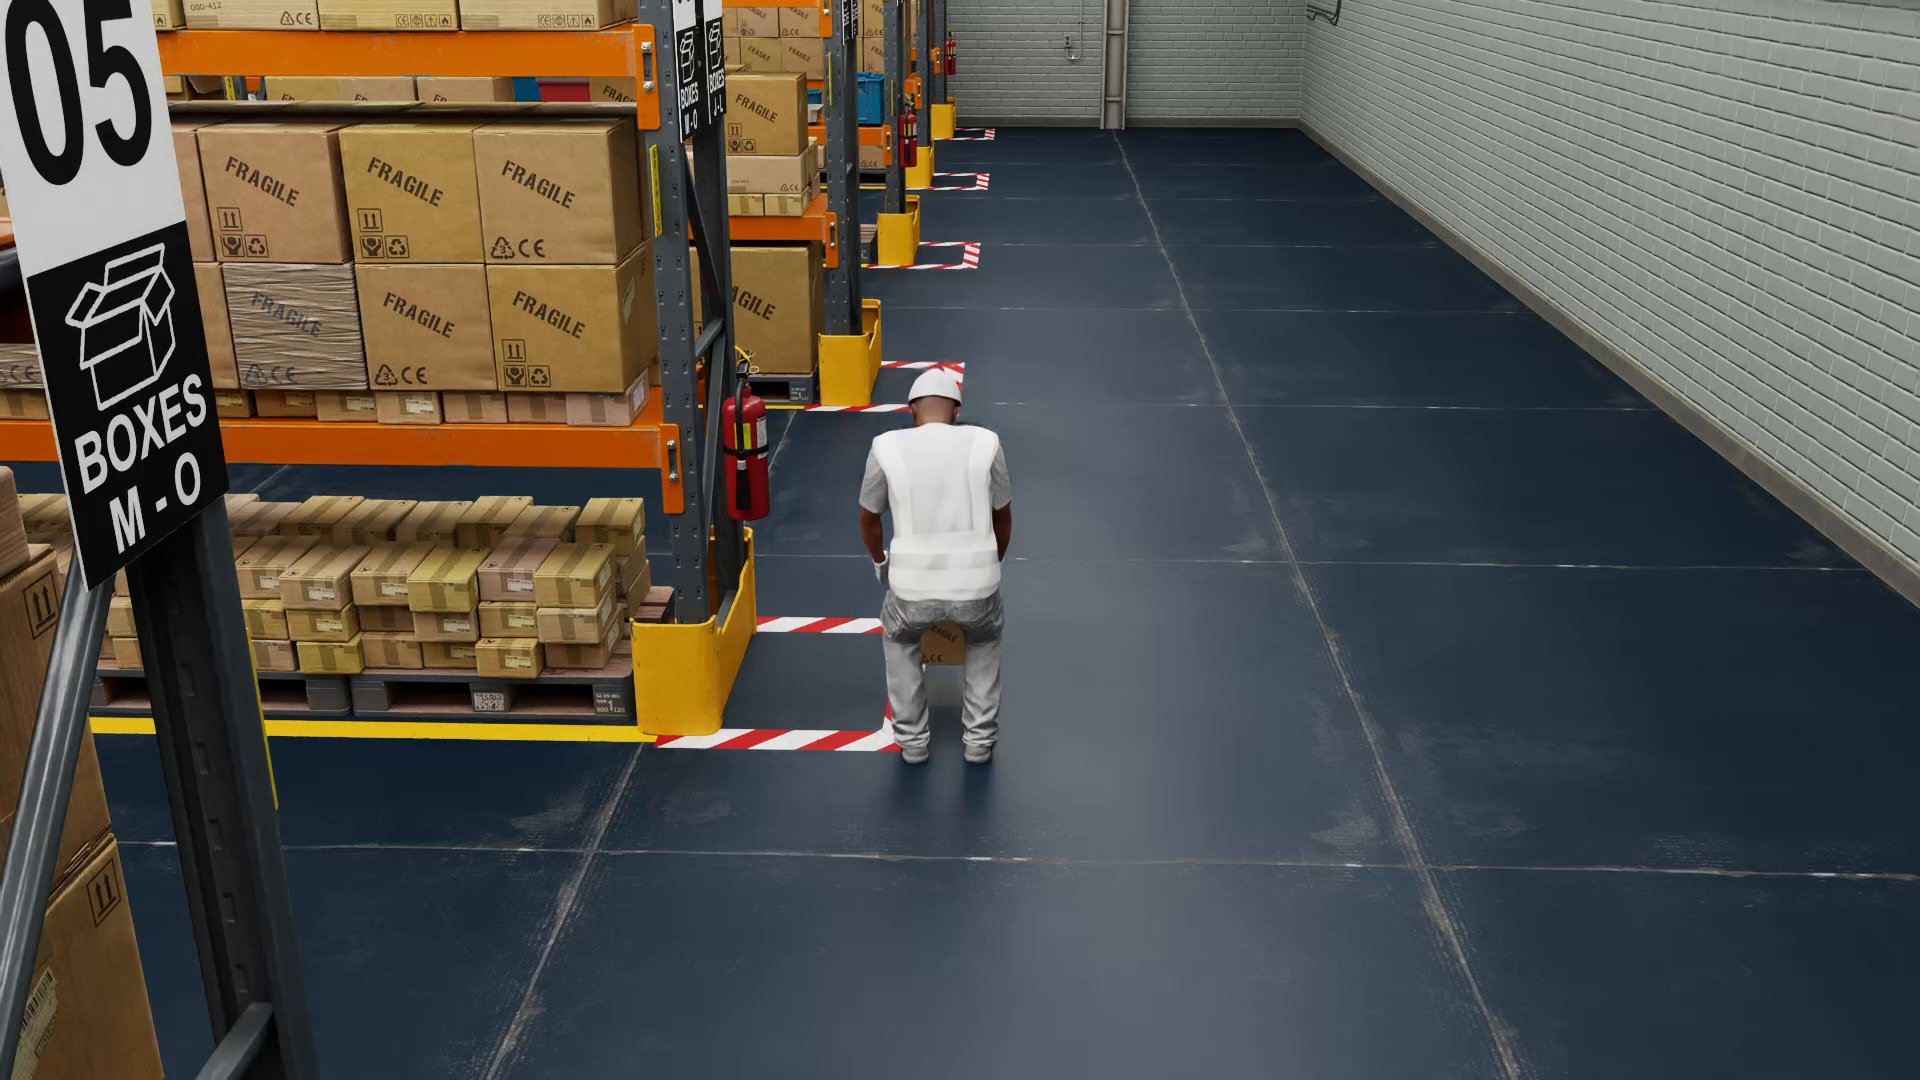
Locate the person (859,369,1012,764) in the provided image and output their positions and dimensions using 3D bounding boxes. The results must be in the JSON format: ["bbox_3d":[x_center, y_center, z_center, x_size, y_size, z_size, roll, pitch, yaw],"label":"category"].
[{"bbox_3d":[-0.098,0.124,6.586,0.608,1.526,0.696,0,21,0],"label":"person"}]
